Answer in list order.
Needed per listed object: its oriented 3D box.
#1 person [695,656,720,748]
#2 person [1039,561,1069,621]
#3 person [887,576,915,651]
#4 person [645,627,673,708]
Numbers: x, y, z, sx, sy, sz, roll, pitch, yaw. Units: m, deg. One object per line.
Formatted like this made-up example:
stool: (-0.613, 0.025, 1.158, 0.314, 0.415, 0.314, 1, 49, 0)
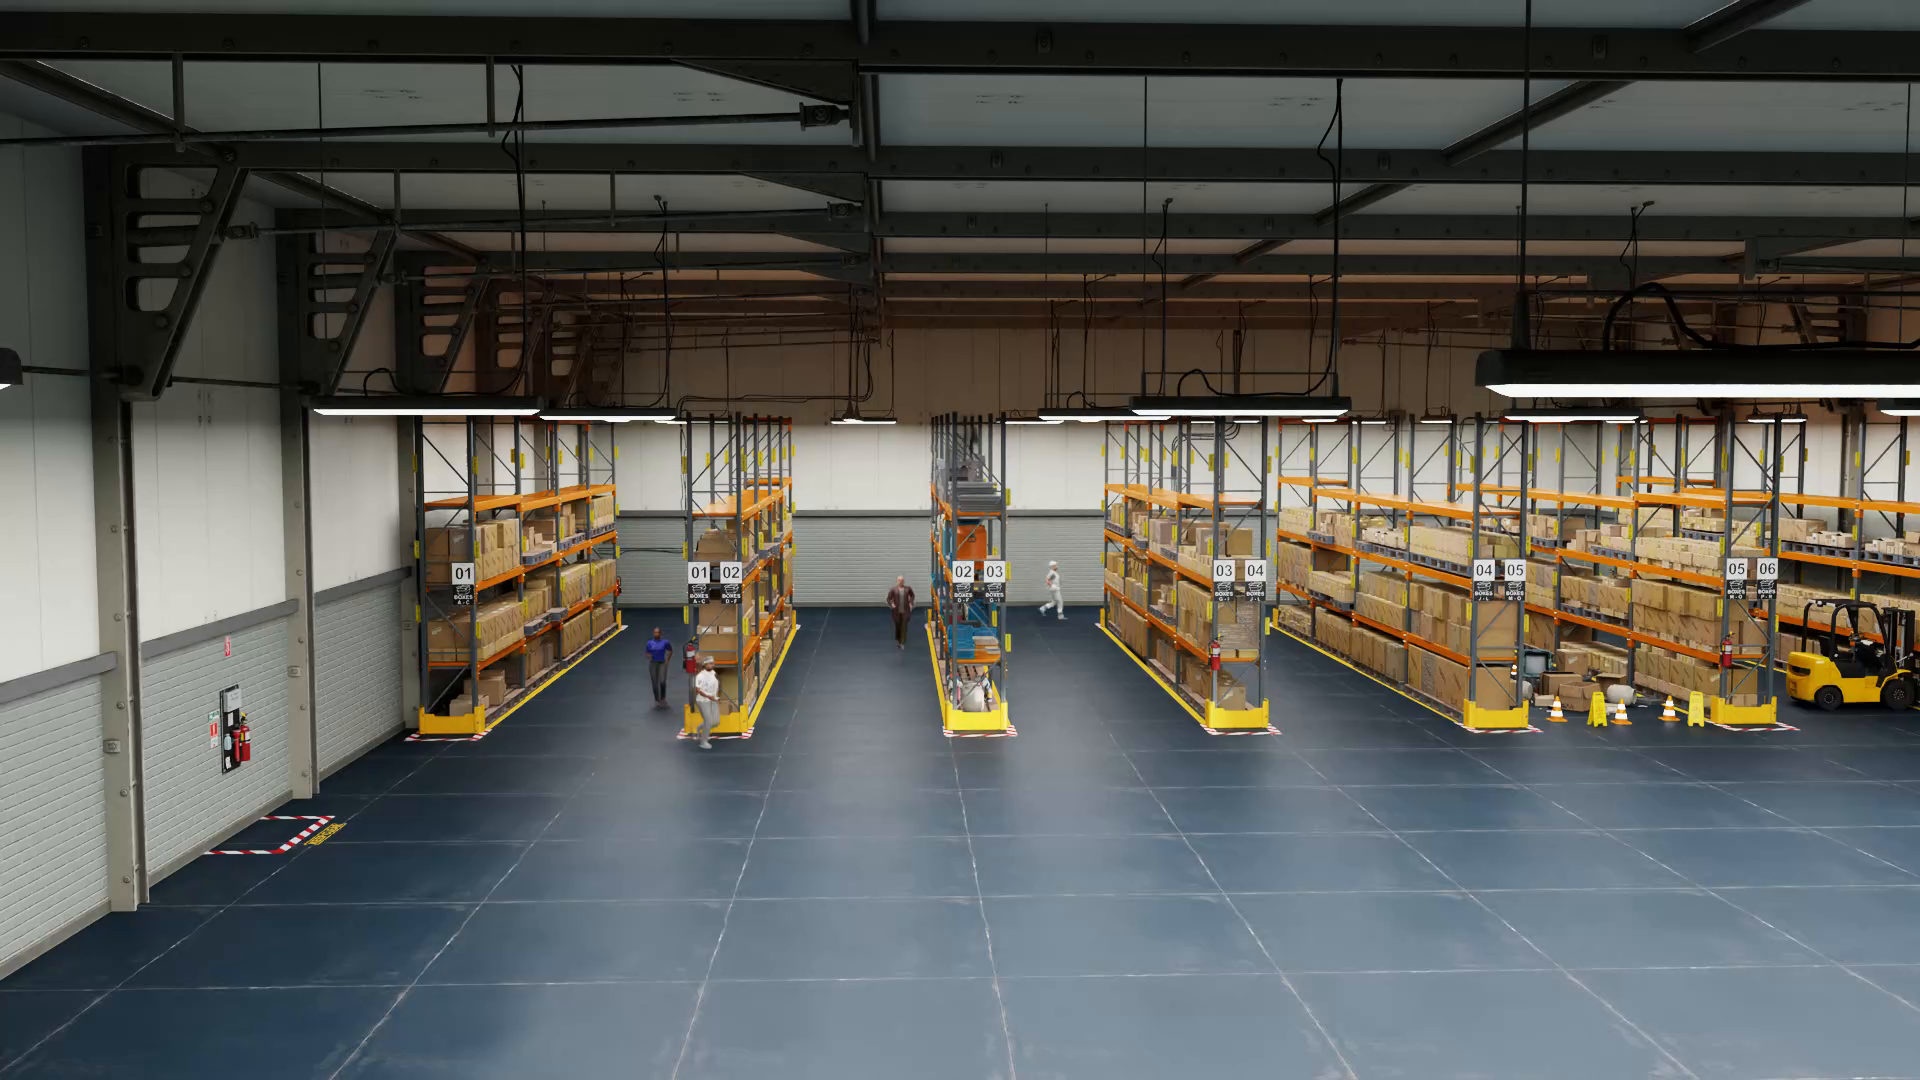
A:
person: (-4.500, 2.885, 29.756, 0.578, 1.655, 0.614, 2, 5, 31)
person: (2.760, 1.501, 49.075, 0.914, 1.765, 0.670, 1, 4, 11)
person: (-1.443, 1.783, 40.856, 0.710, 1.793, 0.858, 0, 4, -6)
person: (-6.140, 2.608, 33.875, 0.542, 1.636, 0.671, 0, 4, -5)
